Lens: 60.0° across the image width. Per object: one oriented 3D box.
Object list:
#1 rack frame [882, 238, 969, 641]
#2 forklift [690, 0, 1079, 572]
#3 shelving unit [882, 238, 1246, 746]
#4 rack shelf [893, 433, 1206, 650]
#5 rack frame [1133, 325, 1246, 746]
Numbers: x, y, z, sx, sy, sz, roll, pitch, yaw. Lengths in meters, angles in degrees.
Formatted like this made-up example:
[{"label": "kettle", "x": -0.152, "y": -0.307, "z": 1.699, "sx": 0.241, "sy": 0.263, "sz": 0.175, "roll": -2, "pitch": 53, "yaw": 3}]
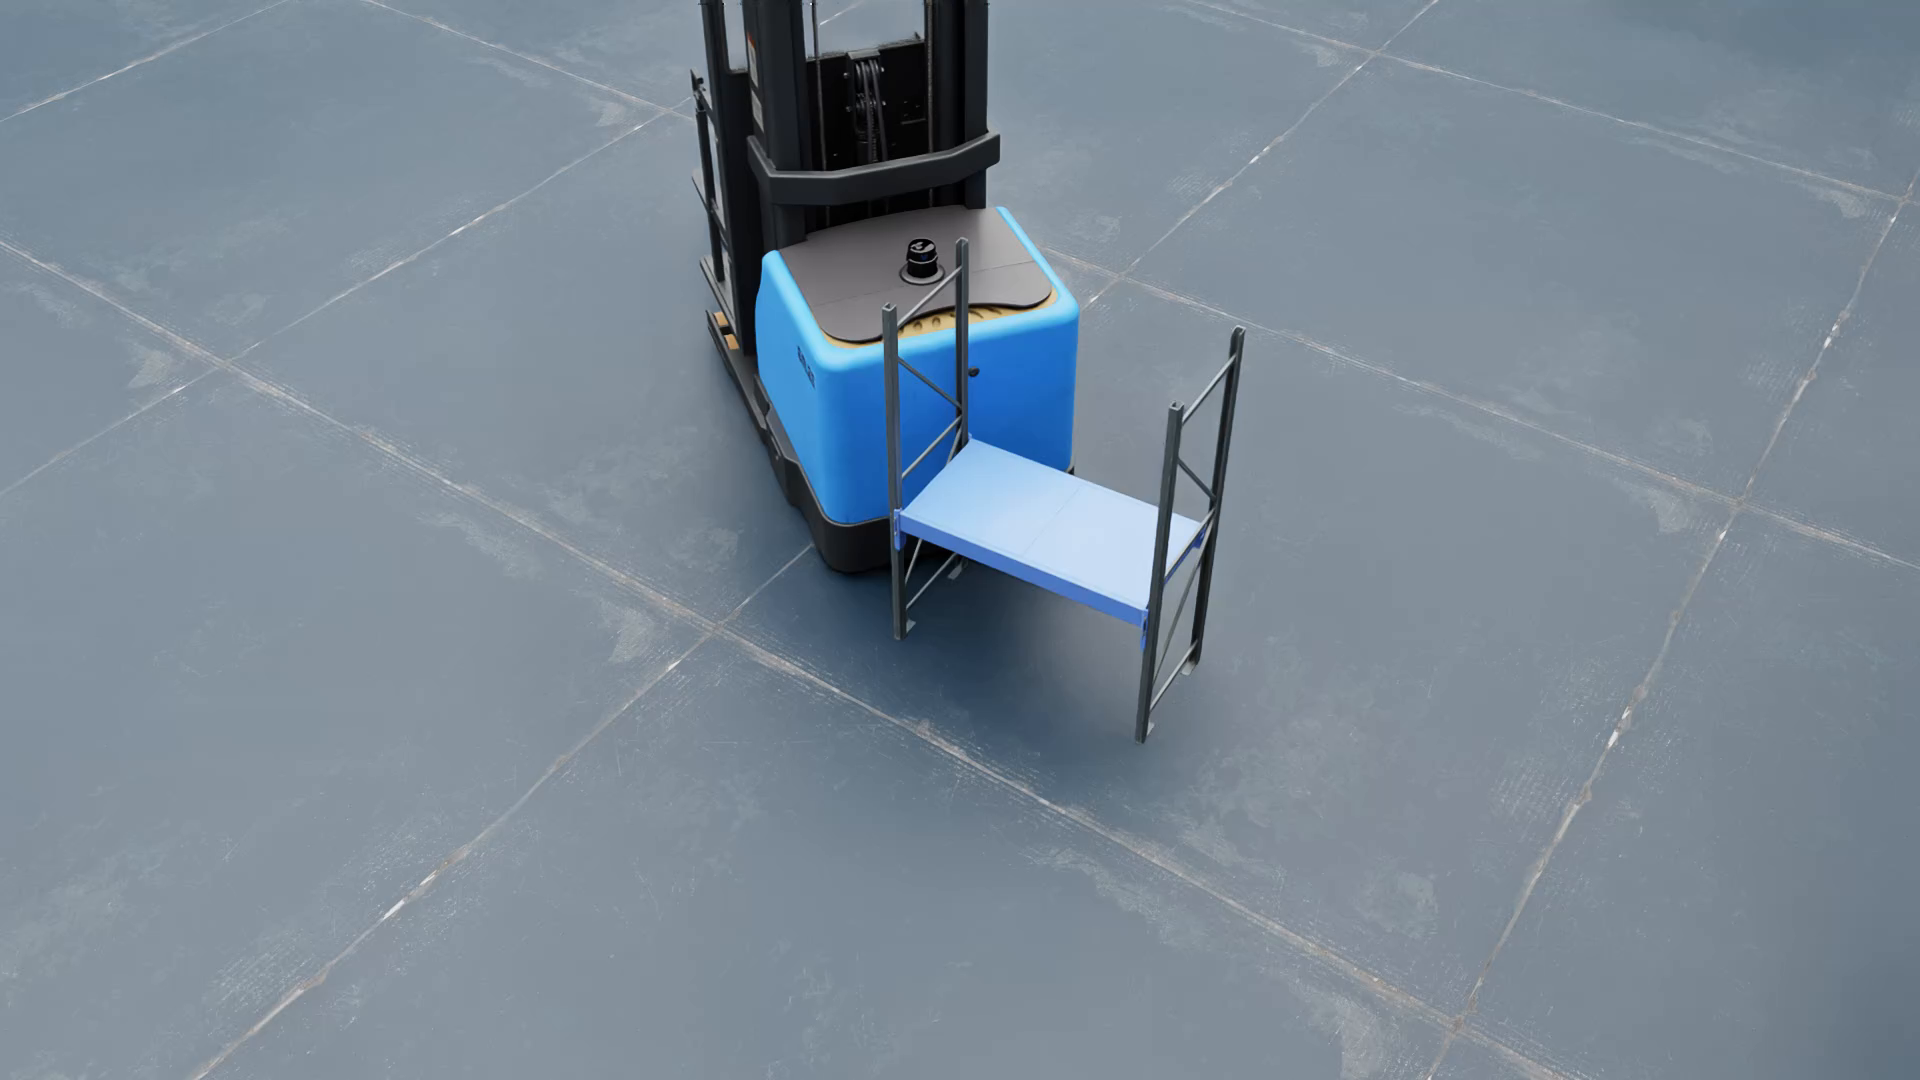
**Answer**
[{"label": "rack frame", "x": -0.110, "y": -0.321, "z": 5.984, "sx": 0.032, "sy": 1.500, "sz": 0.500, "roll": 22, "pitch": 46, "yaw": 23}, {"label": "forklift", "x": -0.532, "y": -1.960, "z": 6.743, "sx": 1.130, "sy": 2.935, "sz": 3.031, "roll": -14, "pitch": 44, "yaw": -15}, {"label": "shelving unit", "x": 0.326, "y": -0.147, "z": 5.790, "sx": 1.048, "sy": 1.500, "sz": 0.538, "roll": 22, "pitch": 46, "yaw": 23}, {"label": "rack shelf", "x": 0.326, "y": -0.013, "z": 5.910, "sx": 1.000, "sy": 0.185, "sz": 0.538, "roll": 22, "pitch": 46, "yaw": 23}, {"label": "rack frame", "x": 0.762, "y": 0.027, "z": 5.595, "sx": 0.032, "sy": 1.500, "sz": 0.500, "roll": 22, "pitch": 46, "yaw": 23}]
